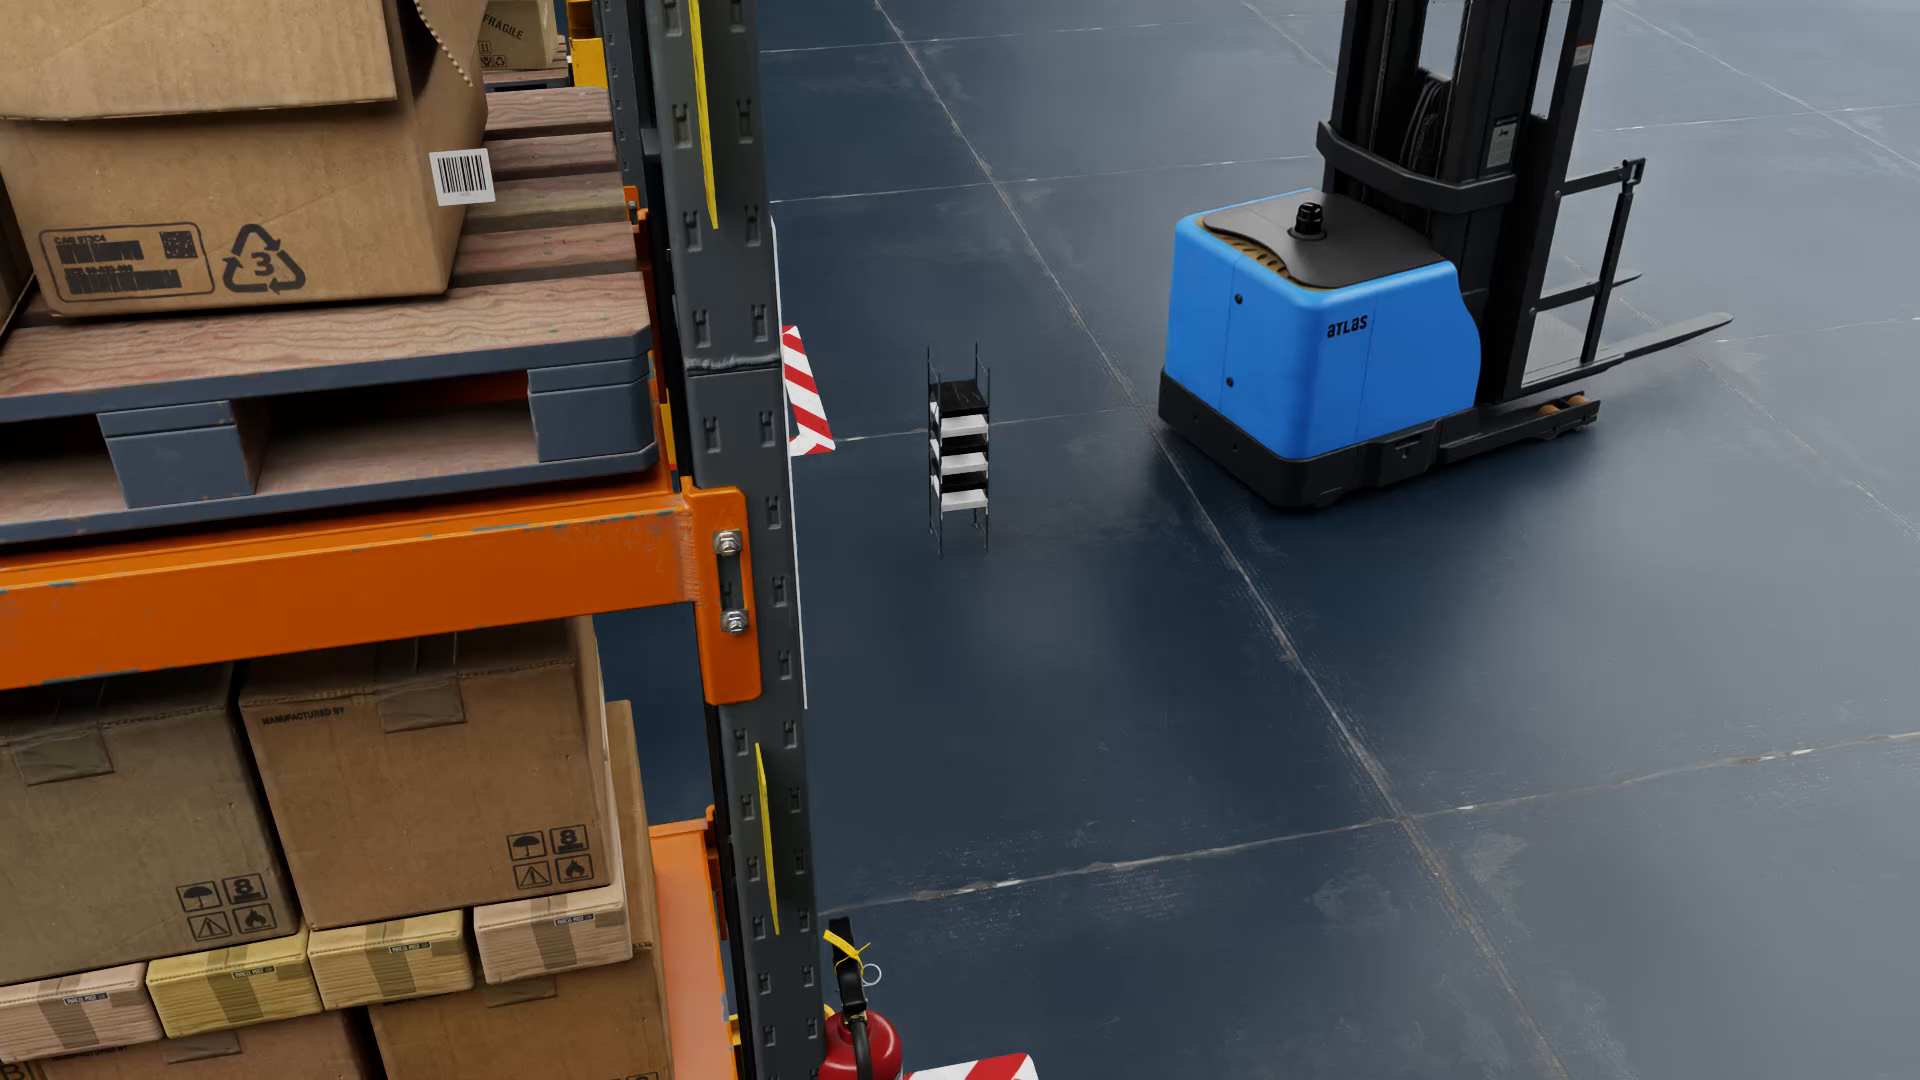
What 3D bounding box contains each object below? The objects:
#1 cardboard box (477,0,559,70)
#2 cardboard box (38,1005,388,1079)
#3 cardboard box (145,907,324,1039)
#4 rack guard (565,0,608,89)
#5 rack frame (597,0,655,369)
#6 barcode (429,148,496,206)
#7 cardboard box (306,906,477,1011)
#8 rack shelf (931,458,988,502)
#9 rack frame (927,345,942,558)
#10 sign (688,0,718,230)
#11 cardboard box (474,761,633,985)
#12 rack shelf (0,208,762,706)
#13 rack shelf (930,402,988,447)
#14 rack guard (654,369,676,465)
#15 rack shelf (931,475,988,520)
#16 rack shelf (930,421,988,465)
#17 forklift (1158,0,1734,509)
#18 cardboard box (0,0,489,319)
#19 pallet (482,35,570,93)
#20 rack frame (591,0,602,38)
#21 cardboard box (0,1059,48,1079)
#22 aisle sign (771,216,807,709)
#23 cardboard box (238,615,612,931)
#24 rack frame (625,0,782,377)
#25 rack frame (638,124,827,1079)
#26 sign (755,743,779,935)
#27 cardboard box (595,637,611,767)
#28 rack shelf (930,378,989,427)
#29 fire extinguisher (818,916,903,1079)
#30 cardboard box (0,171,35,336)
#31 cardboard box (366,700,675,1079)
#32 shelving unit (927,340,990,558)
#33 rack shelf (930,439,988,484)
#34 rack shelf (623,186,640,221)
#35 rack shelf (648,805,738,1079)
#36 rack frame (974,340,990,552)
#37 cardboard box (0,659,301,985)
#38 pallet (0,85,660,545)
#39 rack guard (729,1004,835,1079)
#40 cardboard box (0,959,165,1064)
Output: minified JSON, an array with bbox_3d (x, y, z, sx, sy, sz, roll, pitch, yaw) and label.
[{"bbox_3d":[-3.203,-3.701,11.939,0.500,0.500,0.500,-1,34,-2],"label":"cardboard box"},{"bbox_3d":[-1.378,0.829,3.234,0.500,0.500,0.700,-6,34,-9],"label":"cardboard box"},{"bbox_3d":[-1.243,0.657,2.908,0.250,0.149,0.380,-8,35,-11],"label":"cardboard box"},{"bbox_3d":[-2.664,-3.585,12.143,0.348,0.500,1.175,-7,35,-11],"label":"rack guard"},{"bbox_3d":[-1.497,-1.940,7.449,0.127,3.000,1.000,-7,35,-11],"label":"rack frame"},{"bbox_3d":[-0.596,-0.435,1.993,0.075,0.075,0.001,-7,35,-11],"label":"barcode"},{"bbox_3d":[-0.994,0.625,2.955,0.250,0.149,0.380,-6,34,-9],"label":"cardboard box"},{"bbox_3d":[-0.008,-0.270,7.066,0.200,0.077,0.258,-7,35,-11],"label":"rack shelf"},{"bbox_3d":[-0.107,-0.360,6.979,0.006,0.900,0.240,-7,35,-11],"label":"rack frame"},{"bbox_3d":[-0.302,-0.531,1.934,0.005,0.325,0.100,-7,35,-11],"label":"sign"},{"bbox_3d":[-0.739,0.592,3.004,0.250,0.149,0.380,-8,35,-11],"label":"cardboard box"},{"bbox_3d":[-2.359,0.052,2.435,4.000,0.370,1.077,-7,35,-11],"label":"rack shelf"},{"bbox_3d":[-0.008,-0.494,6.916,0.200,0.077,0.258,-7,35,-11],"label":"rack shelf"},{"bbox_3d":[-1.561,-0.867,8.094,0.348,0.500,1.175,-7,35,-11],"label":"rack guard"},{"bbox_3d":[-0.008,-0.196,7.117,0.200,0.077,0.258,-7,35,-11],"label":"rack shelf"},{"bbox_3d":[-0.008,-0.420,6.966,0.200,0.077,0.258,-7,35,-11],"label":"rack shelf"},{"bbox_3d":[2.497,-1.936,7.505,3.031,2.935,1.130,-17,37,-23],"label":"forklift"},{"bbox_3d":[-0.970,-0.700,2.314,0.637,0.503,0.797,-5,34,-7],"label":"cardboard box"},{"bbox_3d":[-3.464,-3.384,12.103,1.213,0.211,1.003,-7,35,-11],"label":"pallet"},{"bbox_3d":[-2.590,-4.632,11.461,0.127,3.000,1.000,-7,35,-11],"label":"rack frame"},{"bbox_3d":[-1.863,0.887,3.147,0.500,0.500,0.700,-7,34,-10],"label":"cardboard box"},{"bbox_3d":[-0.279,-0.175,2.486,0.004,0.787,0.394,-7,35,-11],"label":"aisle sign"},{"bbox_3d":[-0.918,0.229,2.962,0.500,0.500,0.700,-7,35,-10],"label":"cardboard box"},{"bbox_3d":[-0.408,-1.739,1.765,0.127,3.000,1.000,-7,35,-11],"label":"rack frame"},{"bbox_3d":[-0.408,0.753,3.437,0.127,3.000,1.000,-7,35,-11],"label":"rack frame"},{"bbox_3d":[-0.302,0.470,2.606,0.005,0.325,0.100,-7,35,-11],"label":"sign"},{"bbox_3d":[-0.838,0.373,3.331,0.250,0.149,0.380,-7,35,-11],"label":"cardboard box"},{"bbox_3d":[-0.008,-0.569,6.866,0.200,0.077,0.258,-7,35,-11],"label":"rack shelf"},{"bbox_3d":[-0.190,1.023,3.104,0.183,0.674,0.296,-7,35,-11],"label":"fire extinguisher"},{"bbox_3d":[-1.473,-0.378,2.062,0.500,0.250,0.500,-7,35,-11],"label":"cardboard box"},{"bbox_3d":[-0.866,0.761,3.334,0.500,0.500,0.700,-7,35,-11],"label":"cardboard box"},{"bbox_3d":[-0.008,-0.373,6.998,0.210,0.900,0.258,-7,35,-11],"label":"shelving unit"},{"bbox_3d":[-0.008,-0.345,7.016,0.200,0.077,0.258,-7,35,-11],"label":"rack shelf"},{"bbox_3d":[-3.448,-1.395,7.283,4.000,0.370,1.077,-7,35,-11],"label":"rack shelf"},{"bbox_3d":[-2.359,1.297,3.271,4.000,0.370,1.077,-7,35,-11],"label":"rack shelf"},{"bbox_3d":[0.091,-0.385,7.016,0.006,0.900,0.240,-7,35,-11],"label":"rack frame"},{"bbox_3d":[-1.430,0.297,2.862,0.500,0.500,0.700,-8,35,-12],"label":"cardboard box"},{"bbox_3d":[-1.104,-0.383,2.517,1.213,0.211,1.003,-7,35,-11],"label":"pallet"},{"bbox_3d":[-0.385,1.788,4.138,0.348,0.500,1.175,-7,35,-11],"label":"rack guard"},{"bbox_3d":[-1.489,0.686,2.863,0.250,0.149,0.380,-7,34,-10],"label":"cardboard box"}]
